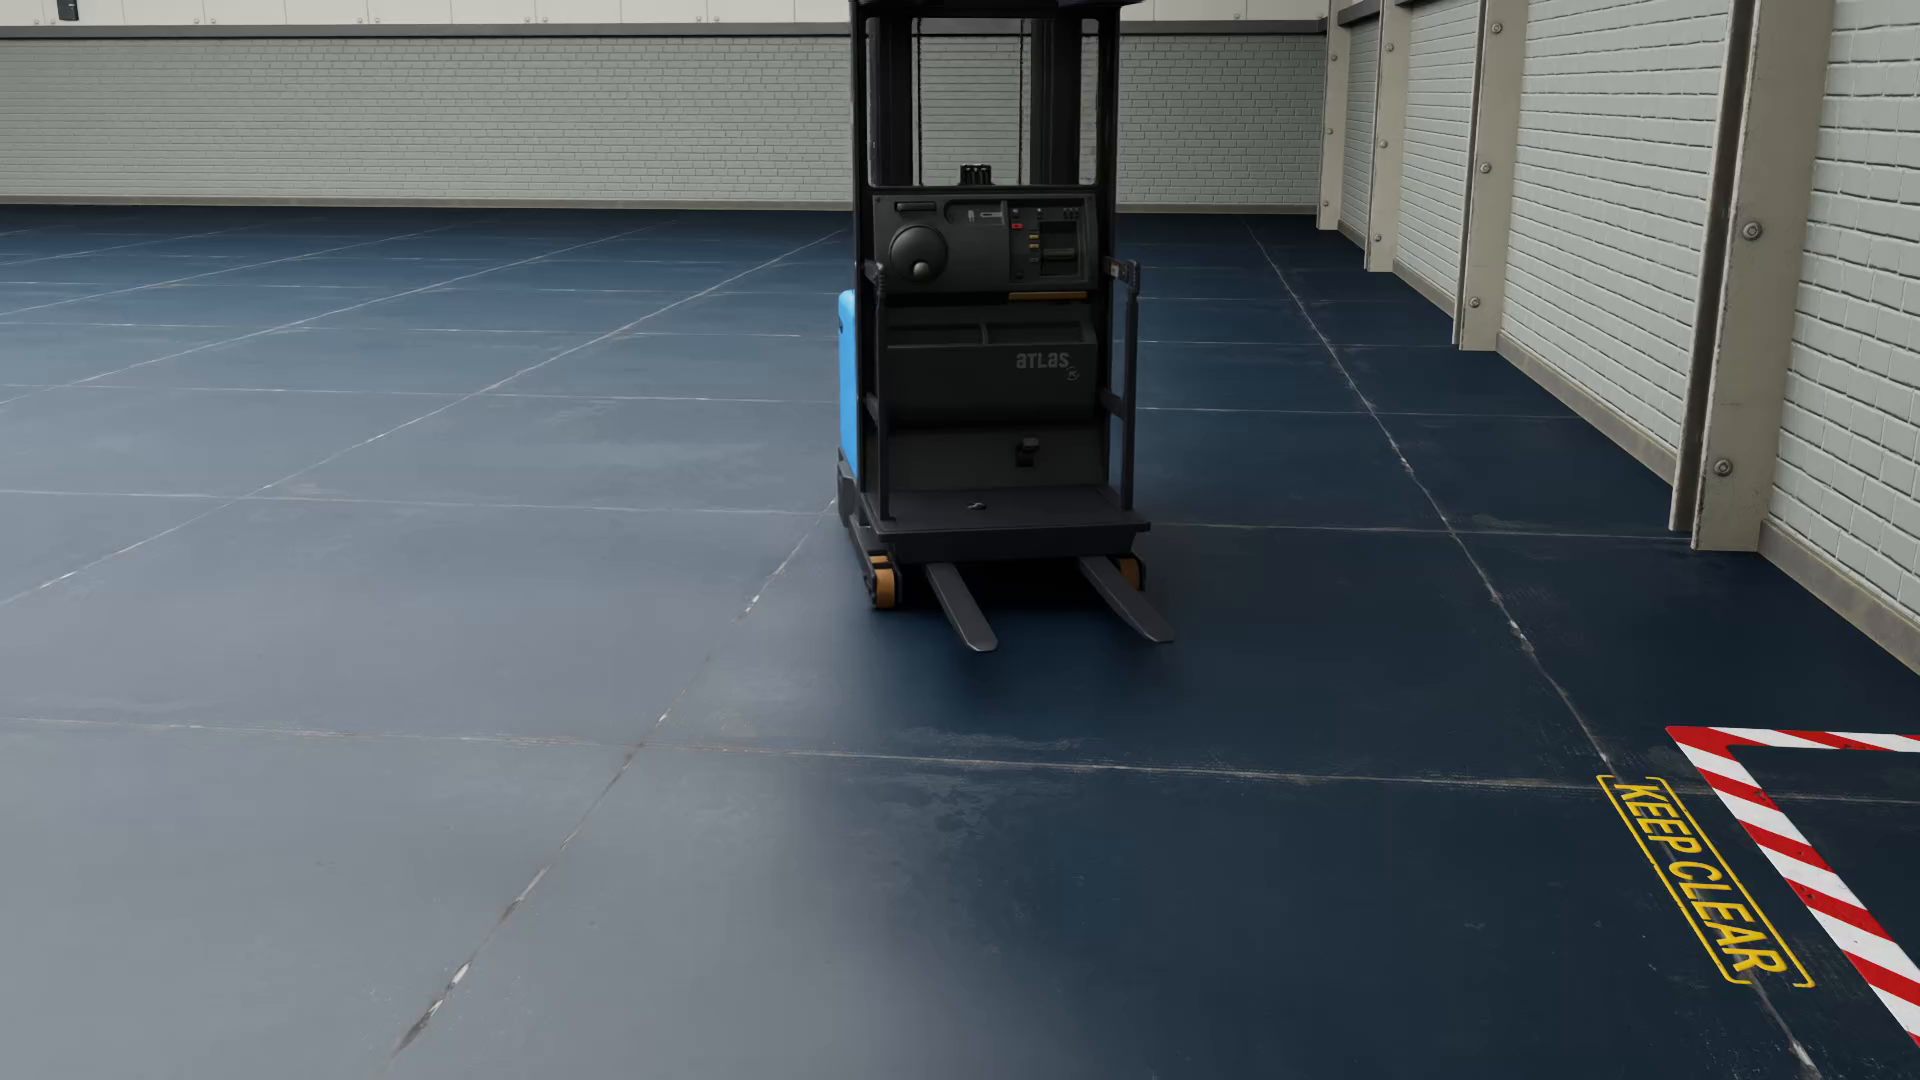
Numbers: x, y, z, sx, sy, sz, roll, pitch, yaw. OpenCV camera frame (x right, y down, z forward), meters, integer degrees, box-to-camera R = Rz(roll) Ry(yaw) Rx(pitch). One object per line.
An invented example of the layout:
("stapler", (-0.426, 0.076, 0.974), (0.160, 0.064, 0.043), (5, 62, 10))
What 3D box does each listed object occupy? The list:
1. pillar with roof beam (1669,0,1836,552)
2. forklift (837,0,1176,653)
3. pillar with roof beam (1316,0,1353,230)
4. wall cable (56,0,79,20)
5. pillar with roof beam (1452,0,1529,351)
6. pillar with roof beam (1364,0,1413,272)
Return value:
("pillar with roof beam", (-0.790, -4.474, 6.968), (9.100, 9.000, 0.400), (2, 15, 6))
("forklift", (0.143, -1.238, 6.626), (1.130, 2.935, 3.031), (-2, 15, -9))
("pillar with roof beam", (1.241, -9.142, 24.233), (9.100, 9.000, 0.400), (2, 15, 6))
("wall cable", (-14.703, -12.027, 28.384), (2.305, 6.003, 0.169), (2, 15, 6))
("pillar with roof beam", (-0.113, -6.030, 12.723), (9.100, 9.000, 0.400), (2, 15, 6))
("pillar with roof beam", (0.564, -7.586, 18.478), (9.100, 9.000, 0.400), (2, 15, 6))
